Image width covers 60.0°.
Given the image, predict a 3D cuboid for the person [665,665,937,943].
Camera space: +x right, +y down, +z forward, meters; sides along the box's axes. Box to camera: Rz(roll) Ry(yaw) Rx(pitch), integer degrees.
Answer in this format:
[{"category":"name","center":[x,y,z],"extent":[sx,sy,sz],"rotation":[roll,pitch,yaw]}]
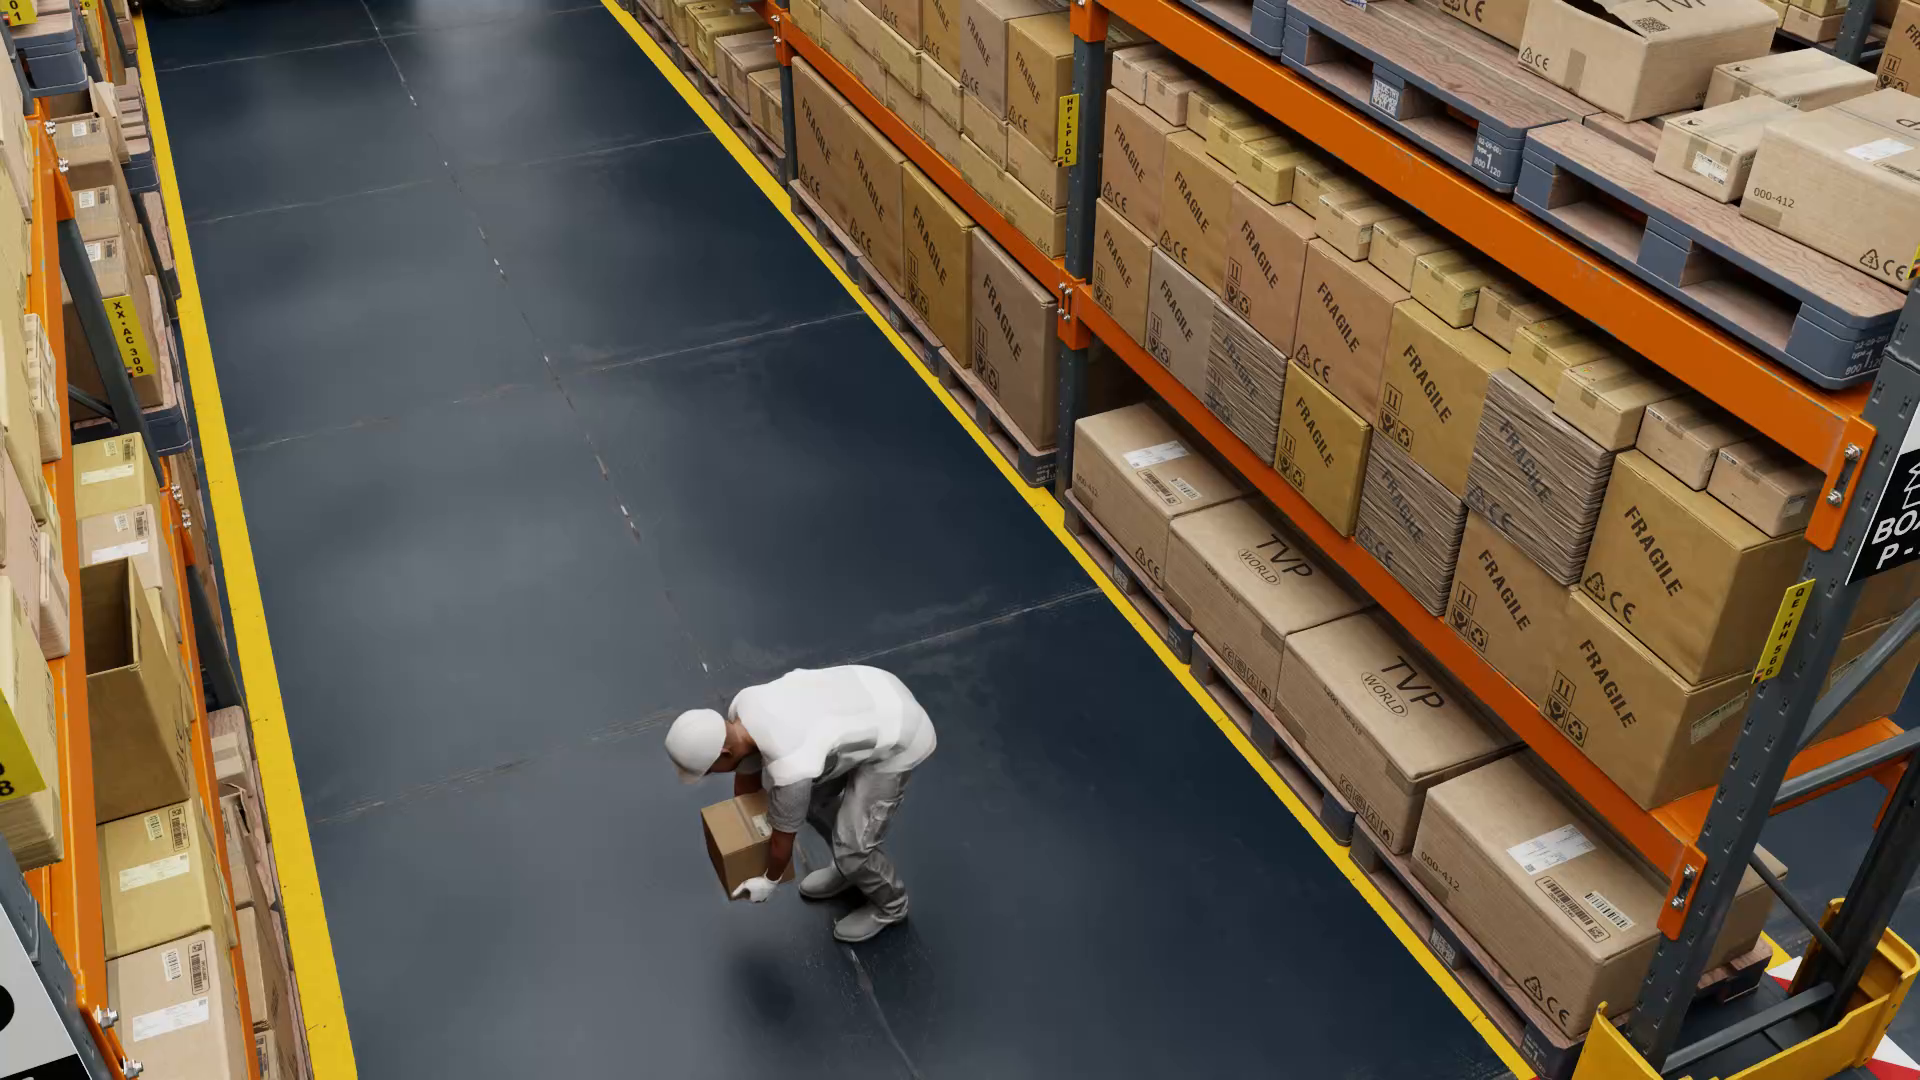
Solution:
[{"category":"person","center":[-0.552,0.969,6.020],"extent":[0.958,1.215,0.510],"rotation":[-17,40,-22]}]
